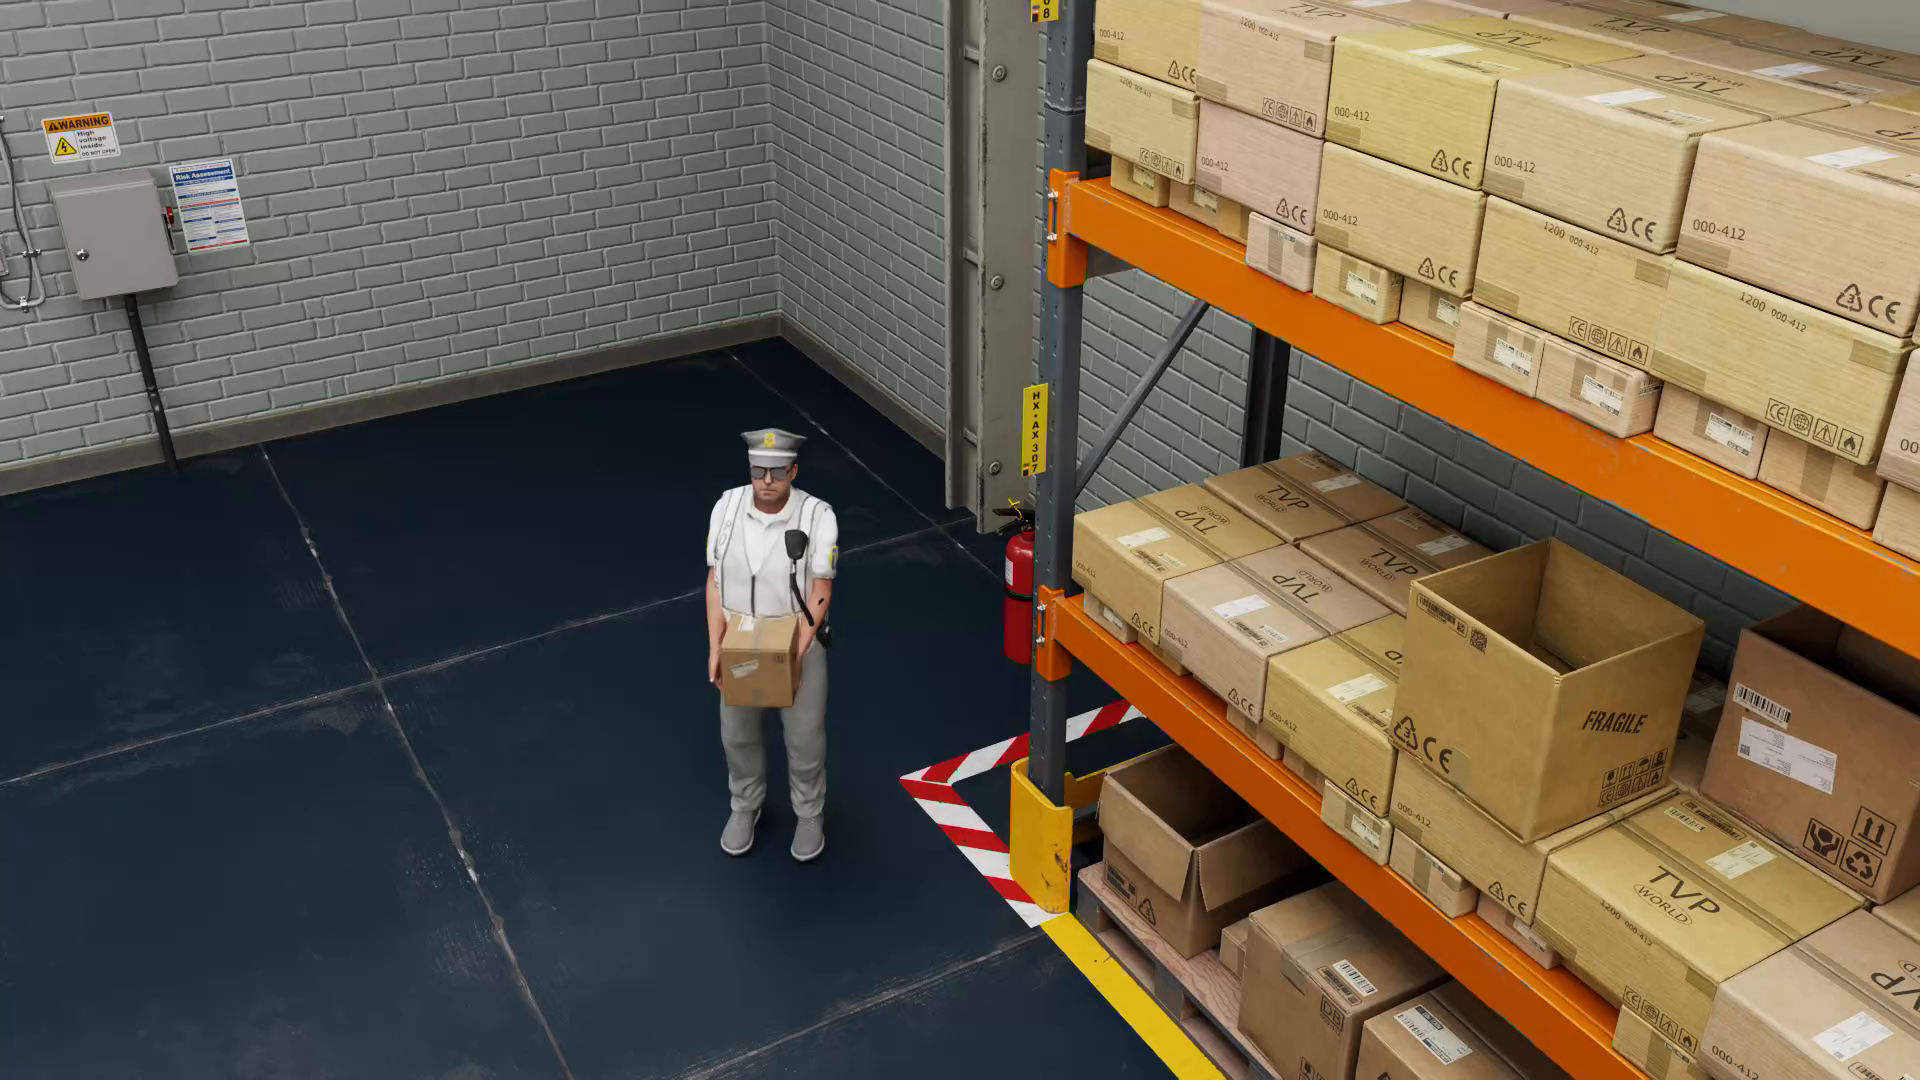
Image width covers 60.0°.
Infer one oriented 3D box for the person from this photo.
[{"bbox_3d":[-0.717,0.424,6.317,0.503,1.776,0.555,5,29,9],"label":"person"}]
